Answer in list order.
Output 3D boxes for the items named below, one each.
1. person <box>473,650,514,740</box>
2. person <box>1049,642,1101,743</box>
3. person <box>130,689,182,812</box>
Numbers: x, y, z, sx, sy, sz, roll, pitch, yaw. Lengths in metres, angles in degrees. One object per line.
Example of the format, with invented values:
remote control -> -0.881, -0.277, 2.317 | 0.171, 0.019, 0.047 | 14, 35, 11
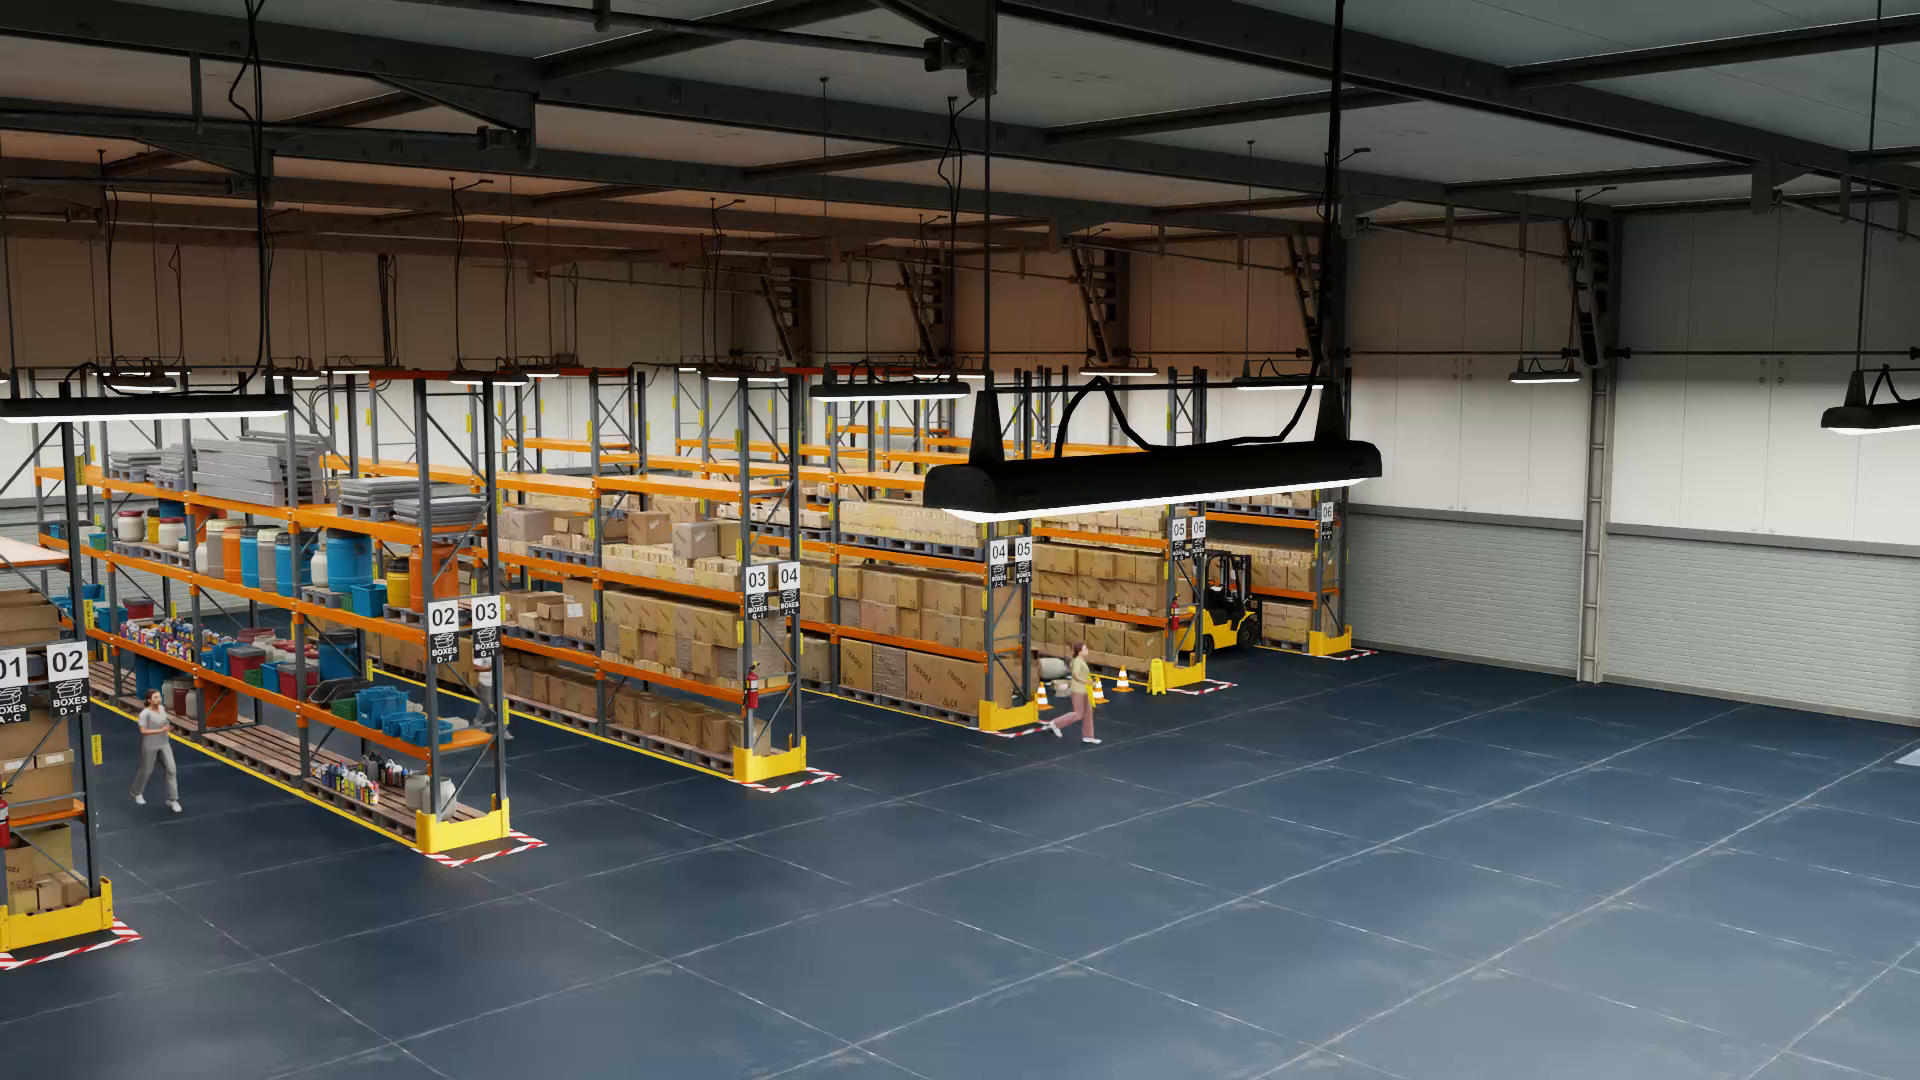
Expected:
person -> -7.731, 2.372, 27.325 | 0.869, 1.809, 0.670 | 5, 8, 35
person -> 1.878, 2.479, 27.000 | 0.849, 1.665, 0.587 | 0, 6, 4
person -> -11.165, 2.885, 23.021 | 0.909, 1.697, 0.543 | 3, 7, 26
